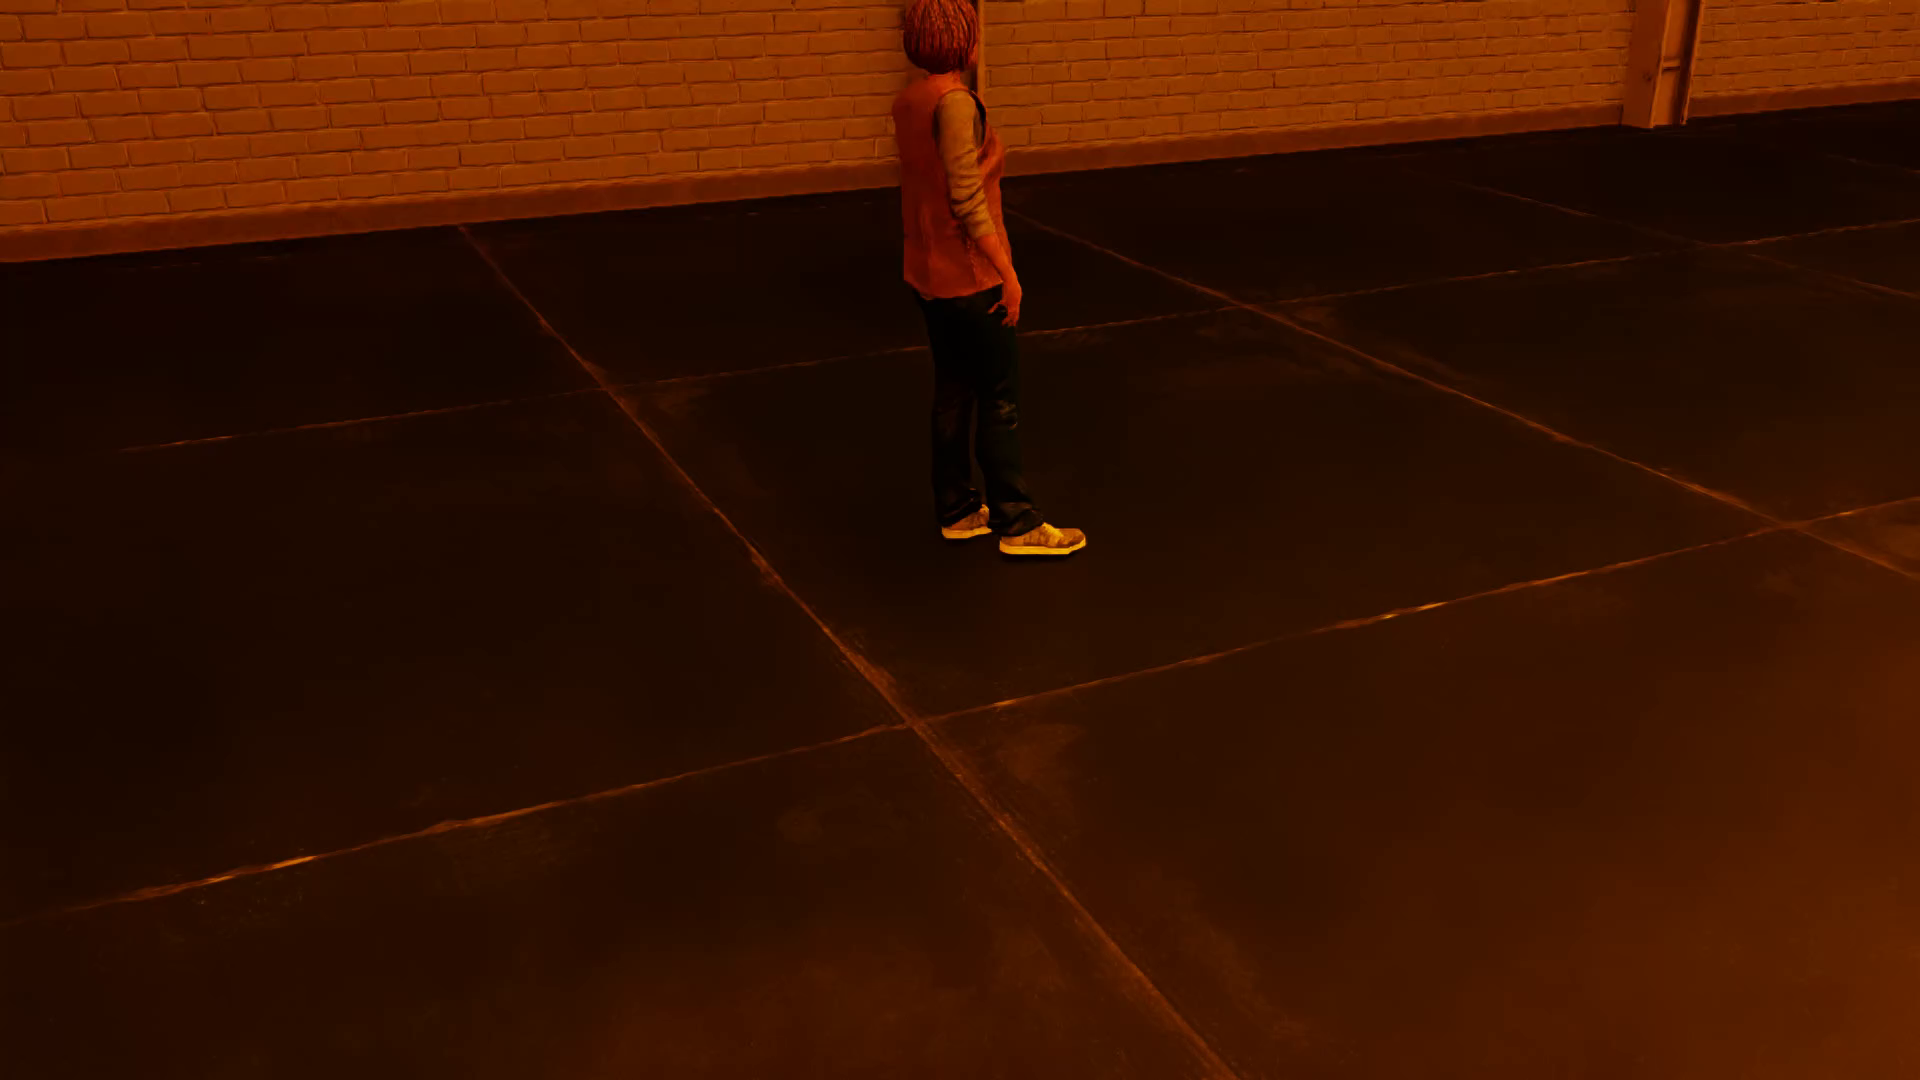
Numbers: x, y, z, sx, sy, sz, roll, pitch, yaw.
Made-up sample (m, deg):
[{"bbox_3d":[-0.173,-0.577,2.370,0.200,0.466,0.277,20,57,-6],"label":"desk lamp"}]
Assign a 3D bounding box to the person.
[{"bbox_3d":[0.073,-0.751,4.815,0.474,1.597,0.520,-10,25,-23],"label":"person"}]
